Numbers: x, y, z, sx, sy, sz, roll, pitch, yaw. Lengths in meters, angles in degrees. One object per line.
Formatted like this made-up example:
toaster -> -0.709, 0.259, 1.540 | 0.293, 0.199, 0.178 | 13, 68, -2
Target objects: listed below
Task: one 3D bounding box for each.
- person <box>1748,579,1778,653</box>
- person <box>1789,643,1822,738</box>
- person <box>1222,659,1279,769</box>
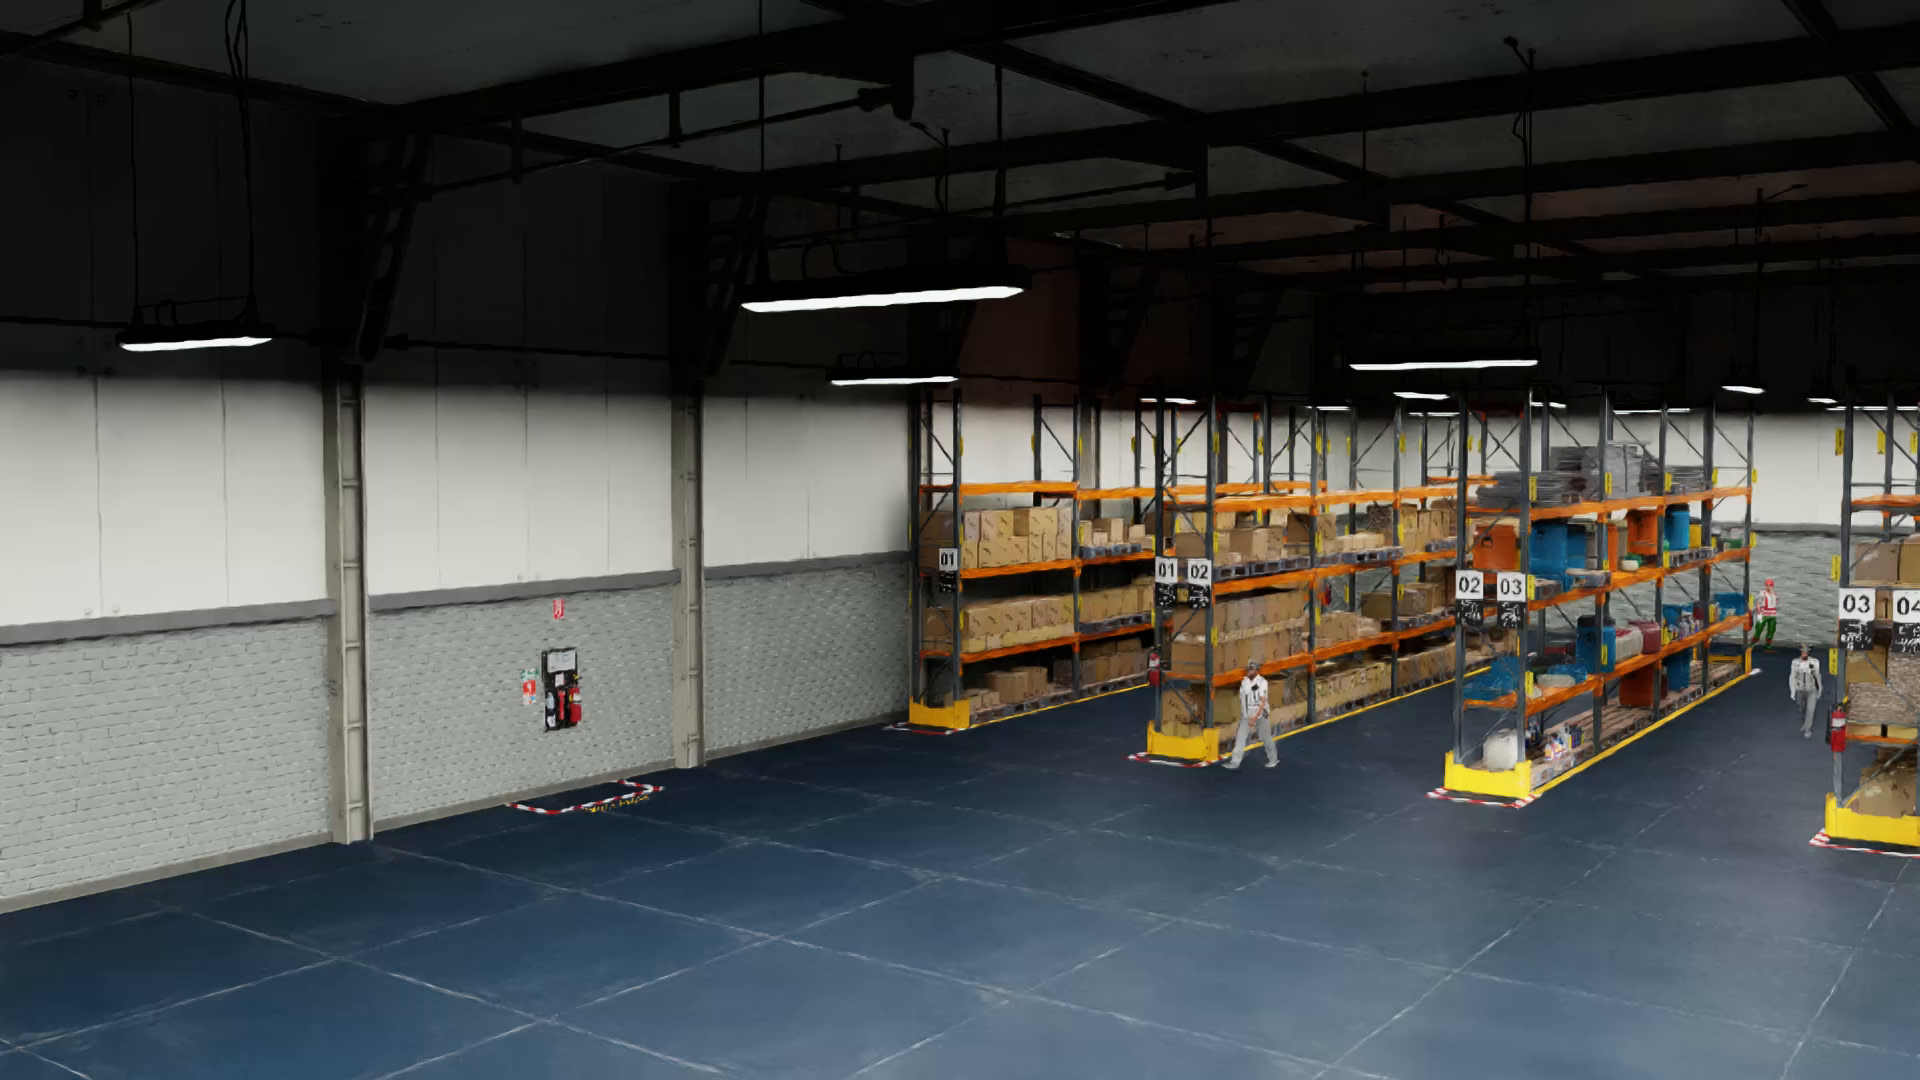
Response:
person -> 19.367, 1.829, 40.142 | 0.721, 1.786, 0.494 | 0, 3, -8
person -> 14.515, 2.554, 28.579 | 0.496, 1.587, 1.072 | 3, 4, 38
person -> 4.520, 2.672, 25.598 | 1.041, 1.705, 0.534 | -3, 5, -44
